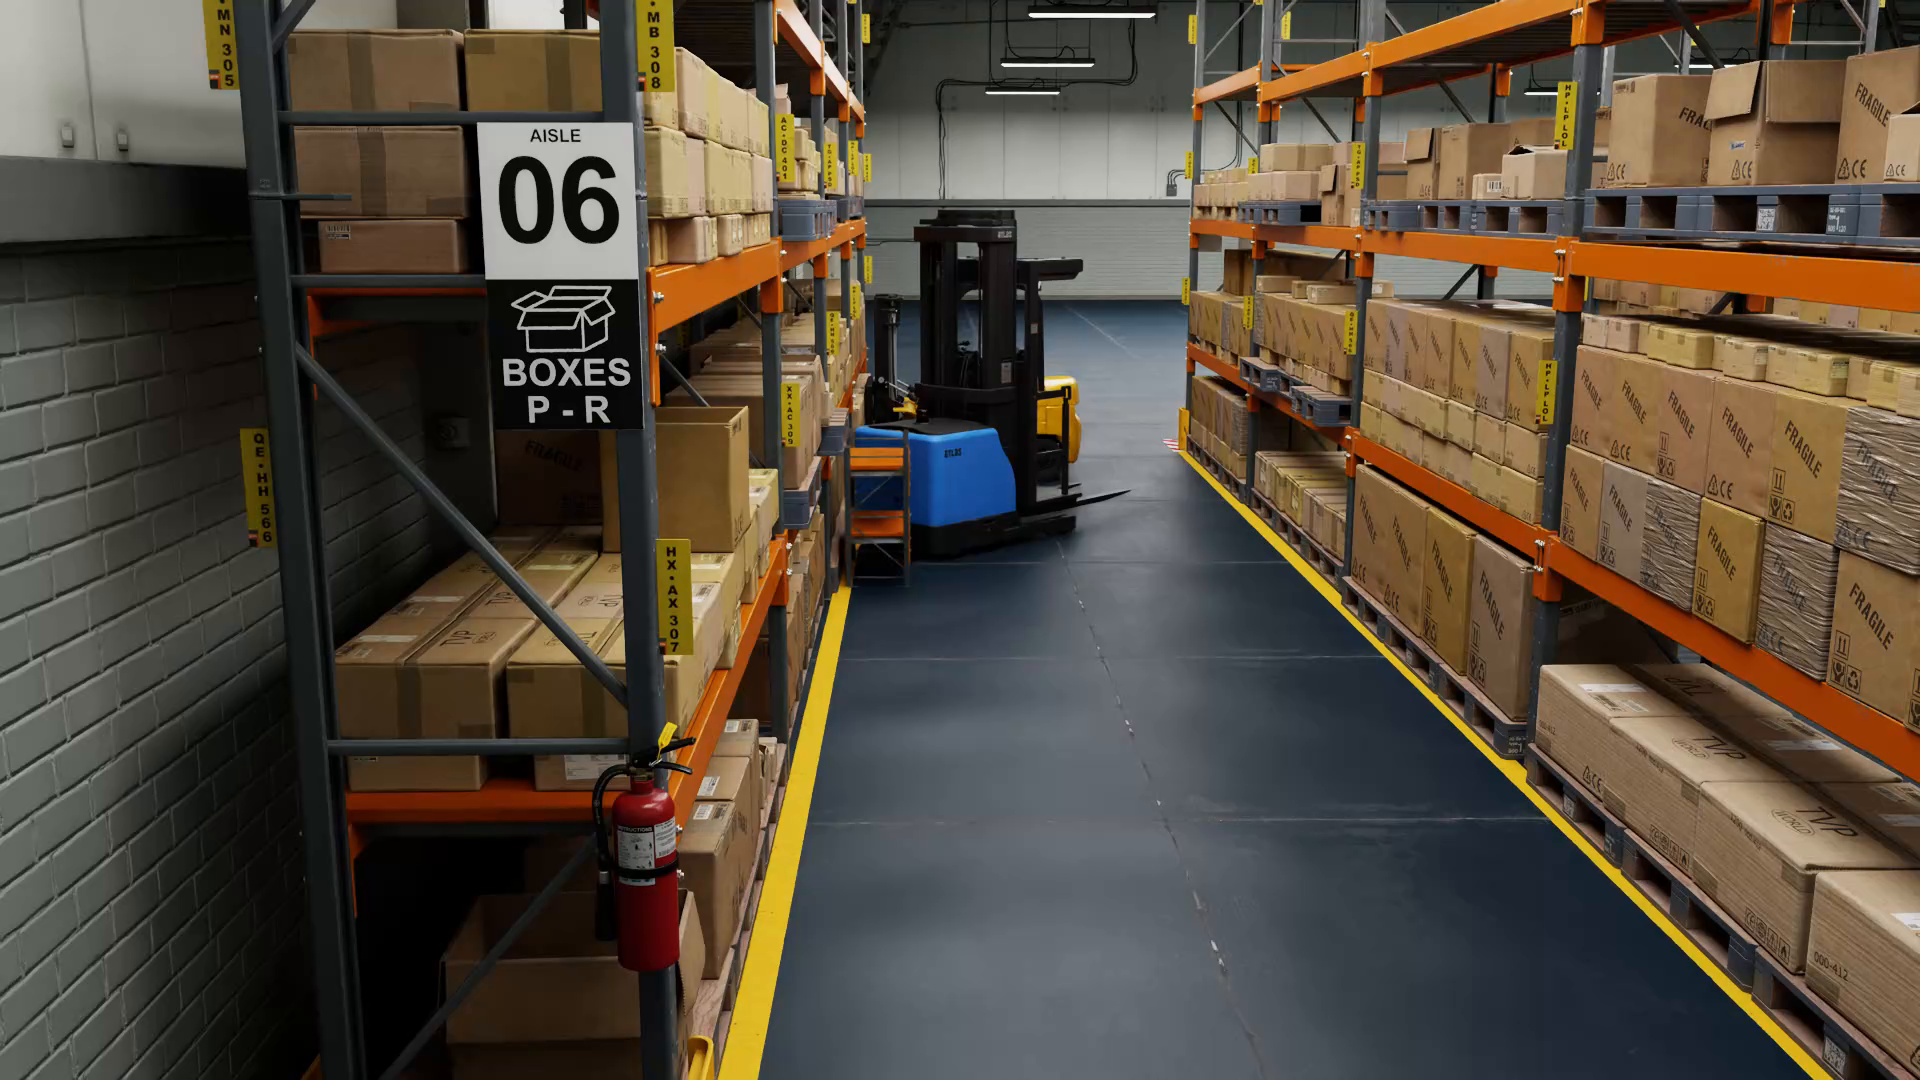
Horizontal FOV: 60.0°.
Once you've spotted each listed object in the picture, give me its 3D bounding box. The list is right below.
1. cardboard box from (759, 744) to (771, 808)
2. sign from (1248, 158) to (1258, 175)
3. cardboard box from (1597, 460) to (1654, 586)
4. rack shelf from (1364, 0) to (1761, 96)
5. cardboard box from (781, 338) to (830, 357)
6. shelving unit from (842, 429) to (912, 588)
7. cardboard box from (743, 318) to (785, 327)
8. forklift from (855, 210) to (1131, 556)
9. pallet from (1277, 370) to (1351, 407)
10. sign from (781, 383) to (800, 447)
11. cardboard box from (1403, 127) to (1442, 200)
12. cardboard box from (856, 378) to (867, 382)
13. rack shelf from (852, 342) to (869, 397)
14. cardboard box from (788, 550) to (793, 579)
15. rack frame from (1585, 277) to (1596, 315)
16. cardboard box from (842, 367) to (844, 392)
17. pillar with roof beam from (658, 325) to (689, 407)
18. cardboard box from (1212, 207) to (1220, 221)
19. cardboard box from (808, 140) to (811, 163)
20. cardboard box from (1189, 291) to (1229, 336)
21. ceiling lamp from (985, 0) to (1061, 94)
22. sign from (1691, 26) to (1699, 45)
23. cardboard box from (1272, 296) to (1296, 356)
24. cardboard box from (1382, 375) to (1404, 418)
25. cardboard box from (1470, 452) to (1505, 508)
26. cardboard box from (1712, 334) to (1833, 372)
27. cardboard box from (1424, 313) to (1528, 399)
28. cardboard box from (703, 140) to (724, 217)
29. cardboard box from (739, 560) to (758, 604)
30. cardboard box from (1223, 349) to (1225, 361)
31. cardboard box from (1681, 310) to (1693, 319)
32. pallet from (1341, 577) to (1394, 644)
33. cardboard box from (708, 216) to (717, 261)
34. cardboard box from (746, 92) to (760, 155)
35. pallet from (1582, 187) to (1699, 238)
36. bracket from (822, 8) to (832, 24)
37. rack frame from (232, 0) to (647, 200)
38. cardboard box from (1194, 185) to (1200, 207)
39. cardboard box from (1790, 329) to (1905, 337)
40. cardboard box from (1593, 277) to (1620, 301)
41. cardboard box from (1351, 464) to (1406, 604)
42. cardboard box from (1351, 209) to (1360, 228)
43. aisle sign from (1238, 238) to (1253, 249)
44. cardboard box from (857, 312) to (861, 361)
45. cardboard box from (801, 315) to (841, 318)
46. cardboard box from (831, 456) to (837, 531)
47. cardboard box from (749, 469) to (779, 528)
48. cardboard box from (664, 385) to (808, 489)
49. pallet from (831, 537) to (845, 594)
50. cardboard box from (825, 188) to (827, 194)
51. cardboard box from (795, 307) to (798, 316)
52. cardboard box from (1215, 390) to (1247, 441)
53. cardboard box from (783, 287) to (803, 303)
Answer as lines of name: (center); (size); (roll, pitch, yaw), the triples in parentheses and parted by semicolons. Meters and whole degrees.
cardboard box: (-1.097, 1.104, 7.893); (0.396, 0.266, 0.258); (0, 11, 1)
sign: (2.845, -3.542, 16.128); (0.100, 0.325, 0.005); (0, 11, -1)
cardboard box: (3.307, -0.086, 7.689); (0.500, 0.500, 0.500); (0, 11, -1)
rack shelf: (3.511, -3.021, 10.132); (1.077, 0.370, 4.000); (0, 11, -1)
cardboard box: (-1.211, -1.490, 12.978); (0.380, 0.149, 0.250); (0, 11, 0)
shelving unit: (-0.669, -0.277, 13.593); (0.538, 1.125, 1.048); (0, 11, -2)
cardboard box: (-1.799, -1.943, 15.210); (0.380, 0.149, 0.250); (0, 11, -2)
forklift: (0.420, -1.529, 15.225); (1.130, 2.935, 3.031); (10, 15, 41)
pallet: (3.388, -1.326, 14.534); (1.003, 0.211, 1.213); (0, 11, -1)
sign: (-0.868, -0.639, 8.485); (0.100, 0.325, 0.005); (0, 11, -1)
cardboard box: (3.629, -2.679, 11.860); (0.797, 0.503, 0.637); (-1, 12, -5)
cardboard box: (-1.320, -1.753, 19.498); (0.500, 0.250, 0.500); (0, 11, 0)
rack shelf: (-1.617, -1.846, 18.423); (1.077, 0.370, 4.000); (0, 11, -1)
cardboard box: (-1.241, 0.159, 10.330); (0.380, 0.149, 0.250); (0, 11, 1)
rack frame: (8.252, -2.658, 20.614); (1.000, 3.000, 0.127); (0, 11, -1)
cardboard box: (-1.308, -1.430, 14.938); (0.500, 0.250, 0.500); (0, 11, -1)
pillar with roof beam: (1.883, -4.219, 13.222); (9.100, 9.000, 0.400); (0, 11, -1)
cardboard box: (3.018, -3.640, 18.544); (0.380, 0.149, 0.250); (0, 11, -1)
cardboard box: (-1.073, -2.275, 9.761); (0.380, 0.149, 0.250); (0, 11, -1)
cardboard box: (3.037, -2.717, 19.906); (0.500, 0.500, 0.500); (0, 11, -2)
ceiling lamp: (1.664, -13.470, 44.138); (2.000, 3.185, 0.800); (0, 11, -1)
sign: (8.794, -6.094, 19.914); (0.100, 0.325, 0.005); (0, 11, -1)
cardboard box: (3.118, -1.930, 14.974); (0.500, 0.500, 0.500); (0, 11, -1)
cardboard box: (3.243, -0.994, 11.534); (0.500, 0.250, 0.500); (0, 11, 0)
cardboard box: (3.282, -0.348, 9.606); (0.500, 0.250, 0.500); (0, 11, -2)
cardboard box: (3.376, -0.771, 6.918); (0.380, 0.149, 0.250); (0, 11, -1)
cardboard box: (3.258, -1.165, 10.491); (0.500, 0.500, 0.500); (0, 11, 0)
cardboard box: (-1.092, -1.250, 5.760); (0.500, 0.250, 0.500); (-1, 11, -3)
cardboard box: (-1.082, 0.181, 7.254); (0.380, 0.149, 0.250); (0, 11, -2)
cardboard box: (3.076, -2.014, 18.076); (0.380, 0.149, 0.250); (0, 11, -2)
cardboard box: (8.387, -2.226, 18.111); (0.875, 0.550, 0.550); (0, 11, -1)
pallet: (3.411, 0.497, 12.080); (1.003, 0.211, 1.213); (0, 11, -1)
cardboard box: (-1.036, -1.032, 5.688); (0.380, 0.149, 0.250); (0, 11, -1)
cardboard box: (-1.139, -1.798, 7.204); (0.500, 0.250, 0.500); (0, 11, -2)
pallet: (3.559, -1.496, 7.566); (1.003, 0.211, 1.213); (0, 11, -1)
bracket: (-2.429, -9.462, 30.014); (0.235, 0.232, 0.430); (0, 11, -1)
rack frame: (-1.327, -2.356, 4.037); (1.000, 3.000, 0.127); (0, 11, -1)
cardboard box: (3.049, -4.058, 19.604); (0.500, 0.250, 0.500); (0, 11, -2)
cardboard box: (3.834, -0.826, 7.191); (0.380, 0.149, 0.250); (0, 11, -2)
cardboard box: (8.221, -3.186, 20.128); (0.875, 0.550, 0.550); (0, 11, -1)
cardboard box: (3.401, -0.054, 12.067); (0.875, 0.875, 0.875); (0, 11, -2)
cardboard box: (3.240, -2.485, 12.851); (0.380, 0.149, 0.250); (0, 11, -1)
aisle sign: (3.593, -3.905, 20.223); (0.394, 0.787, 0.004); (0, 11, -1)
cardboard box: (-1.351, -2.243, 18.321); (0.500, 0.500, 0.500); (0, 11, -1)
cardboard box: (-1.323, -2.050, 15.734); (0.380, 0.149, 0.250); (0, 11, -2)
cardboard box: (-1.527, -0.435, 14.578); (0.875, 0.625, 0.625); (-1, 11, -4)
cardboard box: (-1.155, -0.183, 8.044); (0.500, 0.250, 0.500); (0, 11, 0)
cardboard box: (-1.196, -0.563, 8.980); (0.700, 0.500, 0.500); (0, 11, 0)
pallet: (-1.471, 0.197, 13.557); (1.003, 0.211, 1.213); (0, 11, -1)
cardboard box: (-1.196, -2.687, 12.493); (0.380, 0.166, 0.250); (0, 11, -1)
cardboard box: (-1.876, -2.333, 17.131); (0.380, 0.149, 0.250); (0, 11, 0)
cardboard box: (3.083, -1.367, 18.225); (0.500, 0.500, 0.500); (0, 11, 2)
cardboard box: (-1.878, -2.630, 17.850); (0.380, 0.149, 0.250); (0, 11, -2)
